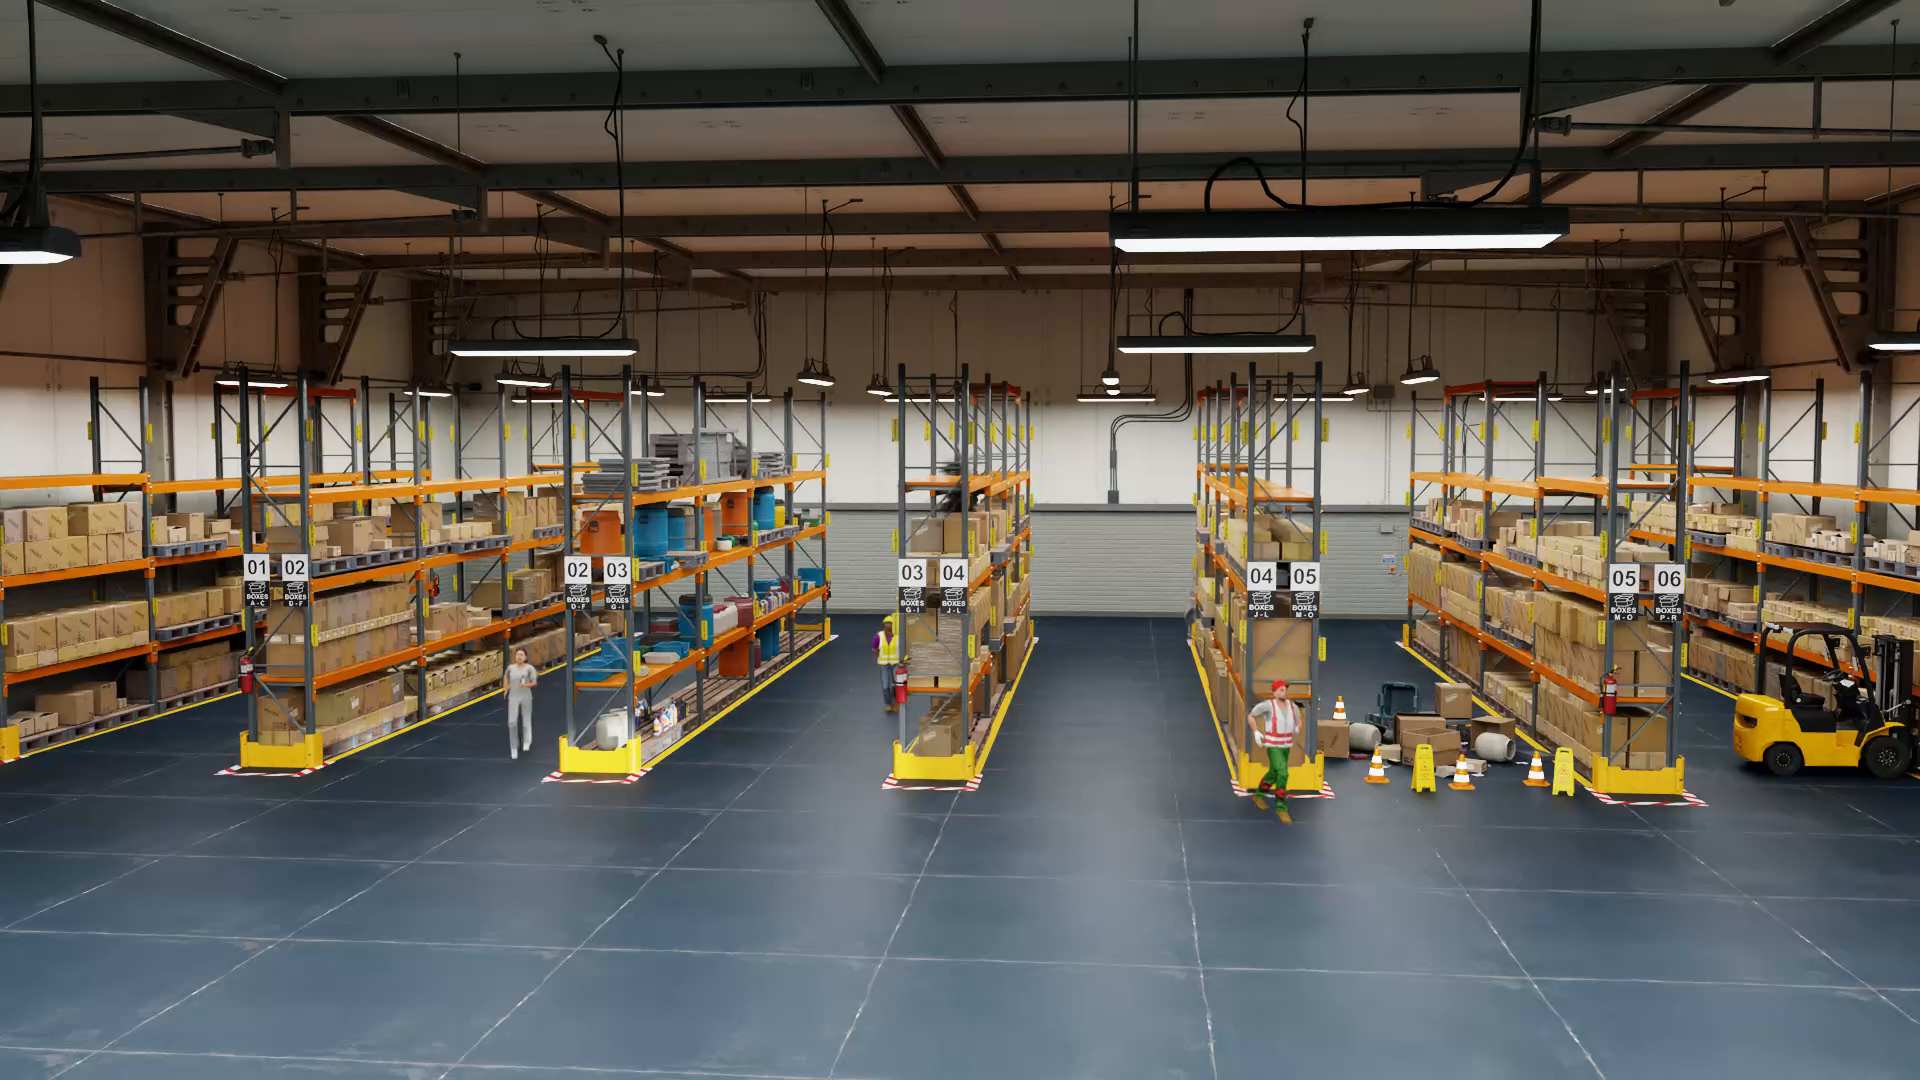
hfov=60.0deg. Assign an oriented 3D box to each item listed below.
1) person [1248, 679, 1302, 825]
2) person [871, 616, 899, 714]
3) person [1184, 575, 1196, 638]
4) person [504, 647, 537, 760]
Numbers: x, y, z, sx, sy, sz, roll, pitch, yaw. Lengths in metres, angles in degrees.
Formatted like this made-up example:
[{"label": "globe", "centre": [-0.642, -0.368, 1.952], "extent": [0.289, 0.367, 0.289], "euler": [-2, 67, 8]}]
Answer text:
[{"label": "person", "centre": [4.138, 2.707, 21.631], "extent": [0.658, 1.817, 0.873], "euler": [-2, 4, -31]}, {"label": "person", "centre": [-1.251, 2.229, 29.606], "extent": [0.681, 1.745, 0.621], "euler": [0, 4, 3]}, {"label": "person", "centre": [5.750, 1.626, 40.519], "extent": [0.615, 1.589, 0.548], "euler": [-1, 4, -10]}, {"label": "person", "centre": [-6.805, 2.517, 25.735], "extent": [0.531, 1.720, 0.738], "euler": [-1, 4, -9]}]
